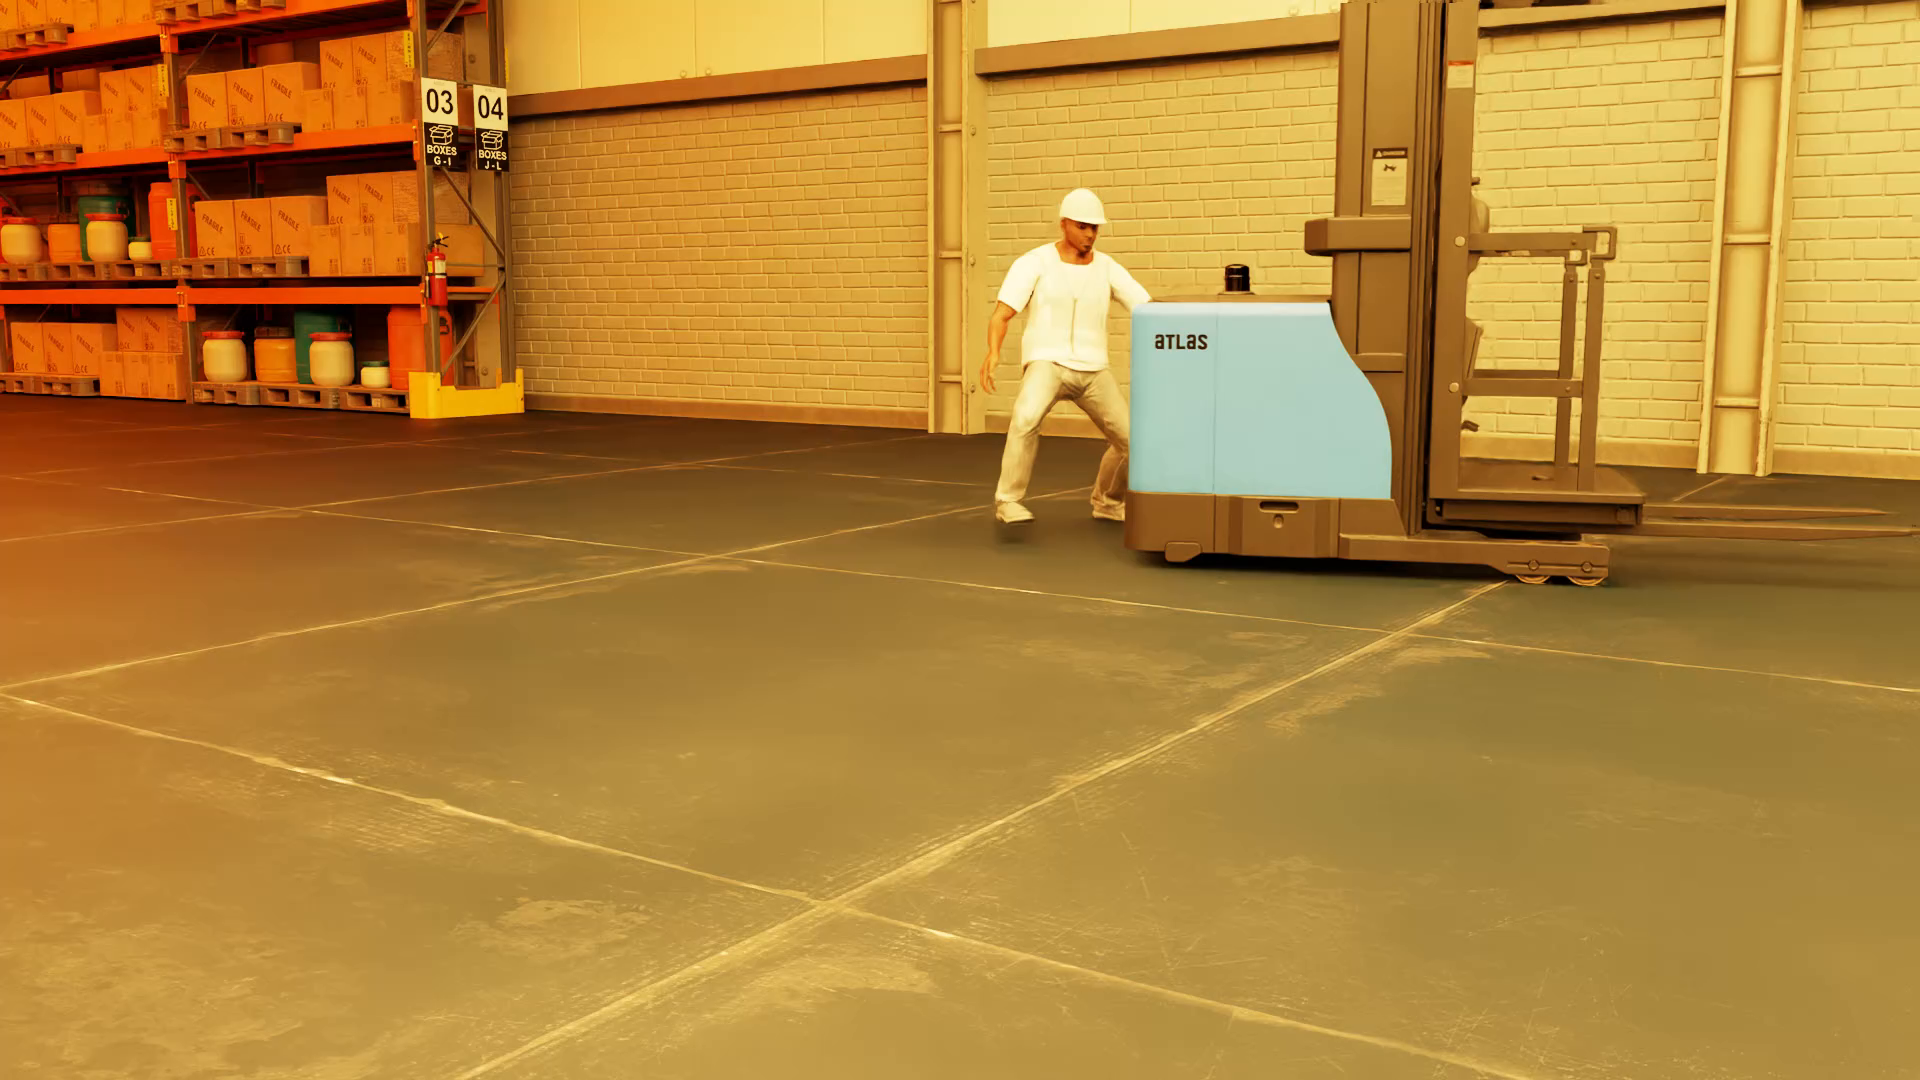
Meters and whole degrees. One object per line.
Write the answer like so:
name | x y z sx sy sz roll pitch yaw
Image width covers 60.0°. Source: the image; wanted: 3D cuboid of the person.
person | 0.581 -0.847 7.935 1.020 1.632 0.719 -2 8 -11

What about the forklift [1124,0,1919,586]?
forklift | 2.255 -1.357 6.732 3.031 2.935 1.130 2 8 15
